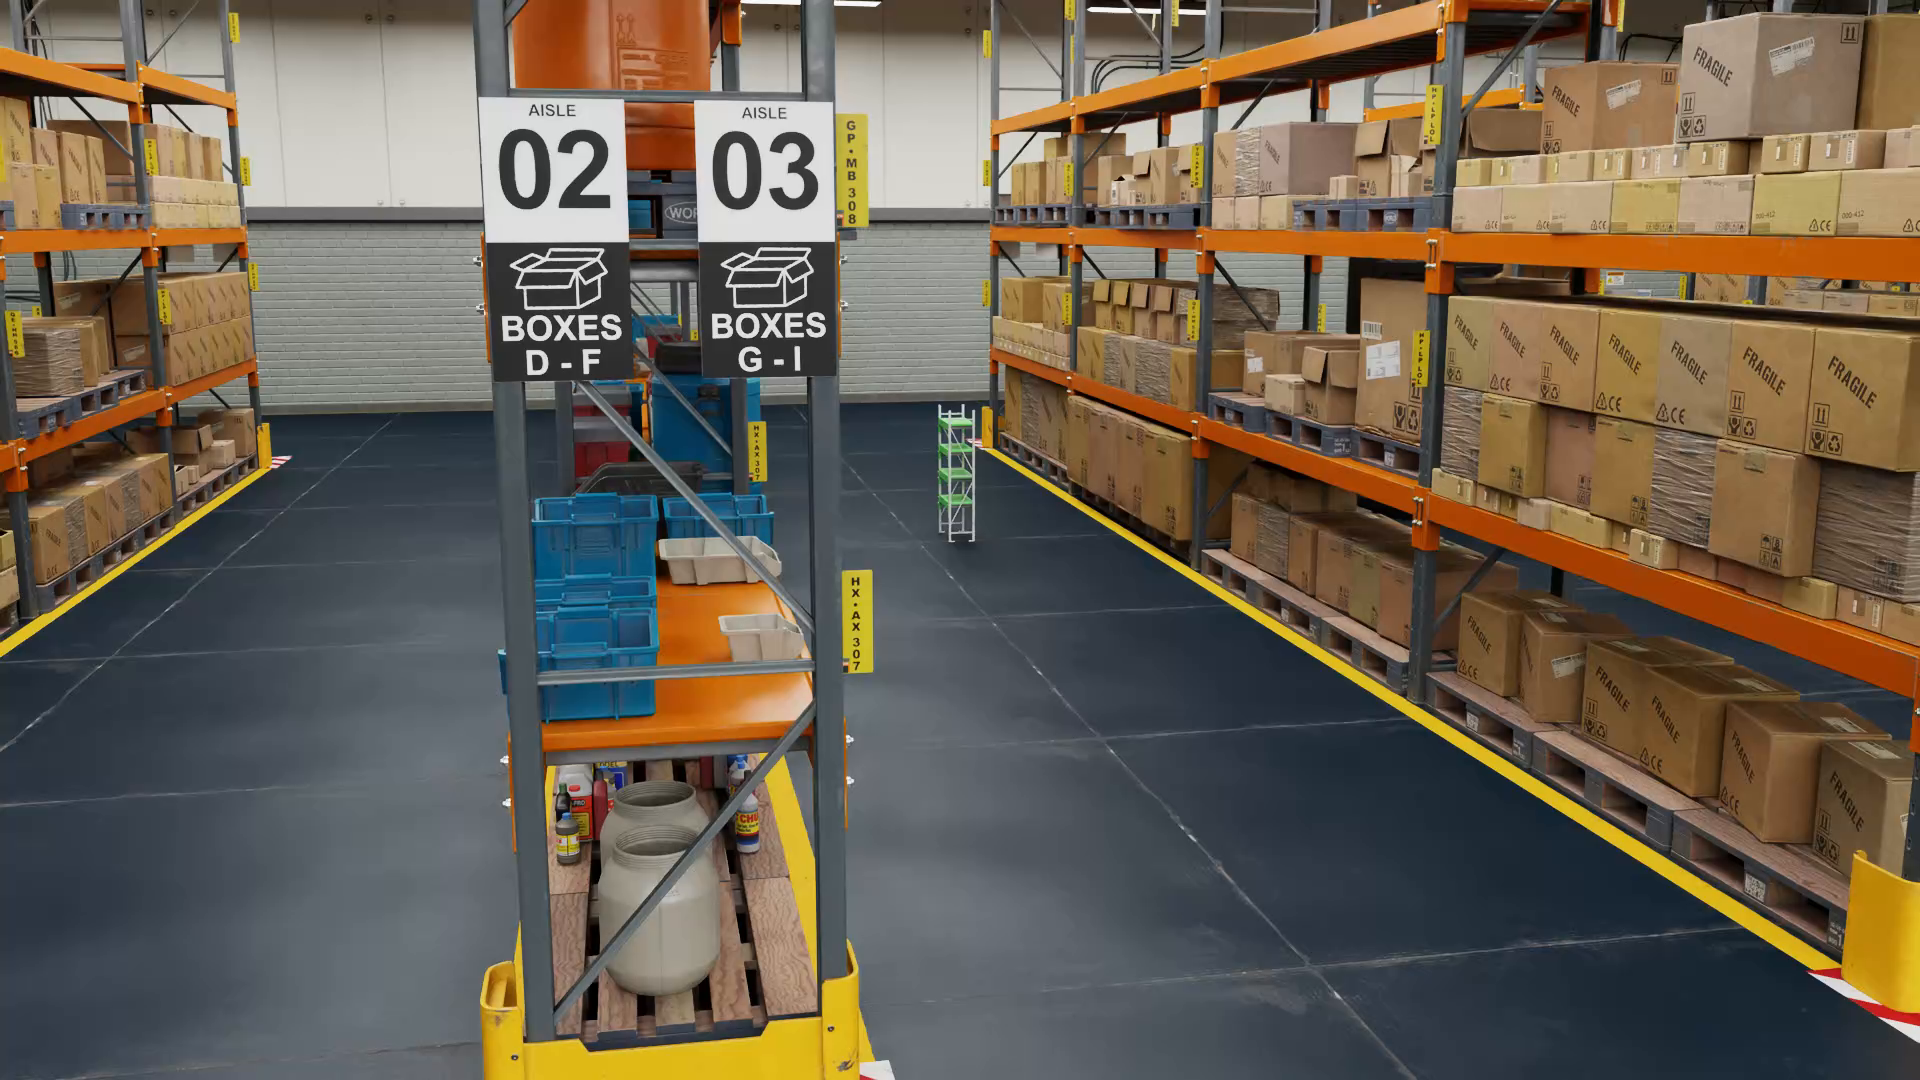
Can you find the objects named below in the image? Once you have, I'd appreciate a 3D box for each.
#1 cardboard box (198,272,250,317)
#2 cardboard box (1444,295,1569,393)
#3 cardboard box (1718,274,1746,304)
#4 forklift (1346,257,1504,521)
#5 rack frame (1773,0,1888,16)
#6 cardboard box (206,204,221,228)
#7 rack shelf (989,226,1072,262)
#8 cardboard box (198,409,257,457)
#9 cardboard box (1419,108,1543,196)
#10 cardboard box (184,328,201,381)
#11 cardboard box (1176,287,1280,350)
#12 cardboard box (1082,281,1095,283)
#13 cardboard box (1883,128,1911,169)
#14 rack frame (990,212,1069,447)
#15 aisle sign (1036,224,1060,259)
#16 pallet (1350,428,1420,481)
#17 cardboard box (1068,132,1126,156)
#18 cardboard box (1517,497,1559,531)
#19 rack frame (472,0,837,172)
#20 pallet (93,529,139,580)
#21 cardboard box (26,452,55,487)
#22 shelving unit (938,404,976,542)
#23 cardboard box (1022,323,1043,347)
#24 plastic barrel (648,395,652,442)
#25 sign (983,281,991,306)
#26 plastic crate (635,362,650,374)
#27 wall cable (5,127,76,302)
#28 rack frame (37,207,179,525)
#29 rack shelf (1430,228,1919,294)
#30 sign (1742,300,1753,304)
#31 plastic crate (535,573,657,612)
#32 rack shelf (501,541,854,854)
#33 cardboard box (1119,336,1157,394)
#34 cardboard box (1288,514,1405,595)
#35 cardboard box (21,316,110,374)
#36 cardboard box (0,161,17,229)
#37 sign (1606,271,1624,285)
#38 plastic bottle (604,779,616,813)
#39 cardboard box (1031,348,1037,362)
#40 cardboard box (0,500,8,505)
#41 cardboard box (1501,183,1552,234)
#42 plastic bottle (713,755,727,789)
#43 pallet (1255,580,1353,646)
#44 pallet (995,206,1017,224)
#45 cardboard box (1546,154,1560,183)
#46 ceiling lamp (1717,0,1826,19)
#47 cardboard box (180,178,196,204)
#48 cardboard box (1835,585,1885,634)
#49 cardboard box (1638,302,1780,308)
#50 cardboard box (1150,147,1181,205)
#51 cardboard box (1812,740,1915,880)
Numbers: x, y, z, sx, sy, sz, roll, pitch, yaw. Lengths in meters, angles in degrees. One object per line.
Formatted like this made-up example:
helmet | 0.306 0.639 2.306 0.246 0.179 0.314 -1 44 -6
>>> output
cardboard box | -8.476 -2.815 19.074 0.500 0.500 0.500 -2 11 -12
cardboard box | 3.058 -1.099 9.266 0.500 0.500 0.500 -2 11 -11
cardboard box | 10.528 -3.413 22.219 0.500 0.500 0.500 -2 11 -13
forklift | 4.641 -1.728 16.488 1.130 2.935 3.031 -9 14 -40
rack frame | 7.327 -4.347 14.023 1.000 3.000 0.127 -2 11 -11
cardboard box | -8.277 -3.478 17.879 0.500 0.250 0.500 -2 11 -11
rack shelf | 1.275 -3.459 19.302 1.077 0.370 4.000 -2 11 -11
cardboard box | -8.485 -1.243 19.269 0.500 0.500 0.500 -2 11 -11
cardboard box | 3.225 -2.325 10.021 0.797 0.503 0.637 -3 11 -14
cardboard box | -7.989 -1.859 16.725 0.500 0.500 0.500 -2 11 -10
cardboard box | 2.315 -1.915 14.338 0.797 0.503 0.637 -2 11 -9
cardboard box | 1.627 -2.696 18.991 0.500 0.500 0.500 -2 11 -13
cardboard box | 3.702 -1.458 6.202 0.380 0.149 0.250 -2 11 -13
rack frame | 0.886 -2.705 21.442 1.000 3.000 0.127 -2 11 -11
aisle sign | 1.166 -4.007 21.326 0.394 0.787 0.004 -2 11 -11
pallet | 3.214 -0.556 10.661 1.003 0.211 1.213 -2 11 -11
cardboard box | 1.487 -4.291 18.087 0.500 0.250 0.500 -3 11 -15
cardboard box | 3.144 -0.147 8.671 0.380 0.149 0.250 -2 11 -11
rack frame | -0.861 -2.538 4.517 1.000 3.000 0.127 -2 11 -11
pallet | -7.618 0.130 14.005 1.003 0.211 1.213 -2 11 -11
cardboard box | -7.907 -0.596 13.861 0.500 0.250 0.500 -2 11 -12
shelving unit | -0.032 -0.620 15.297 0.258 1.200 0.503 -2 11 -11
cardboard box | 1.023 -2.397 19.428 0.500 0.250 0.500 -2 11 -12
plastic barrel | -1.925 -0.855 11.420 0.421 0.512 0.421 0 11 0
sign | 0.340 -3.151 21.253 0.100 0.325 0.005 -2 11 -11
plastic crate | -3.145 -1.782 17.136 0.396 0.136 0.243 -2 11 -11
wall cable | -14.440 -4.637 23.851 3.097 2.526 0.112 -2 11 -11
rack frame | -8.054 -1.612 15.699 1.000 3.000 0.127 -2 11 -11
rack shelf | 3.609 -1.258 7.738 1.077 0.370 4.000 -2 11 -11
sign | 6.796 -1.908 14.370 0.100 0.325 0.005 -2 11 -11
plastic crate | -1.372 0.282 6.144 0.499 0.251 0.408 -2 11 -11
rack shelf | -1.250 0.396 7.073 1.077 0.370 4.000 -2 11 -11
cardboard box | 1.809 -1.649 15.624 0.500 0.500 0.500 -2 11 -10
cardboard box | 2.829 0.101 12.207 0.700 0.500 0.500 -1 11 -6
cardboard box | -8.181 -1.773 15.151 0.700 0.500 0.500 -6 12 -30
cardboard box | -7.394 -2.480 11.968 0.910 0.500 0.500 -2 11 -11
sign | 11.481 -4.591 29.137 0.339 0.242 0.001 -2 11 -11
plastic bottle | -1.578 1.166 7.408 0.097 0.201 0.097 0 11 0
cardboard box | 1.033 -2.128 19.081 0.380 0.149 0.250 -2 11 -12
cardboard box | -7.688 -0.030 12.893 0.500 0.500 0.500 -2 11 -9
cardboard box | 3.164 -1.716 8.621 0.500 0.250 0.500 -2 11 -12
plastic bottle | -1.103 1.029 7.927 0.152 0.276 0.135 -2 11 -10
pallet | 2.826 0.498 12.067 1.003 0.211 1.213 -2 11 -11
pallet | 1.040 -4.000 20.457 1.003 0.211 1.213 -2 11 -11
cardboard box | 3.221 -1.889 8.465 0.380 0.149 0.250 -2 11 -9
ceiling lamp | 12.670 -9.469 25.319 2.000 3.185 0.800 -2 11 -11
cardboard box | -8.090 -3.540 16.867 0.500 0.250 0.500 -2 11 -11
cardboard box | 3.692 0.262 6.524 0.380 0.149 0.250 -2 11 -11
cardboard box | 3.772 -0.935 8.404 0.500 0.500 0.500 -2 11 -11
cardboard box | 1.998 -3.232 14.793 0.500 0.500 0.500 -2 11 -8
cardboard box | 3.893 1.136 6.824 0.500 0.500 0.500 0 11 0
